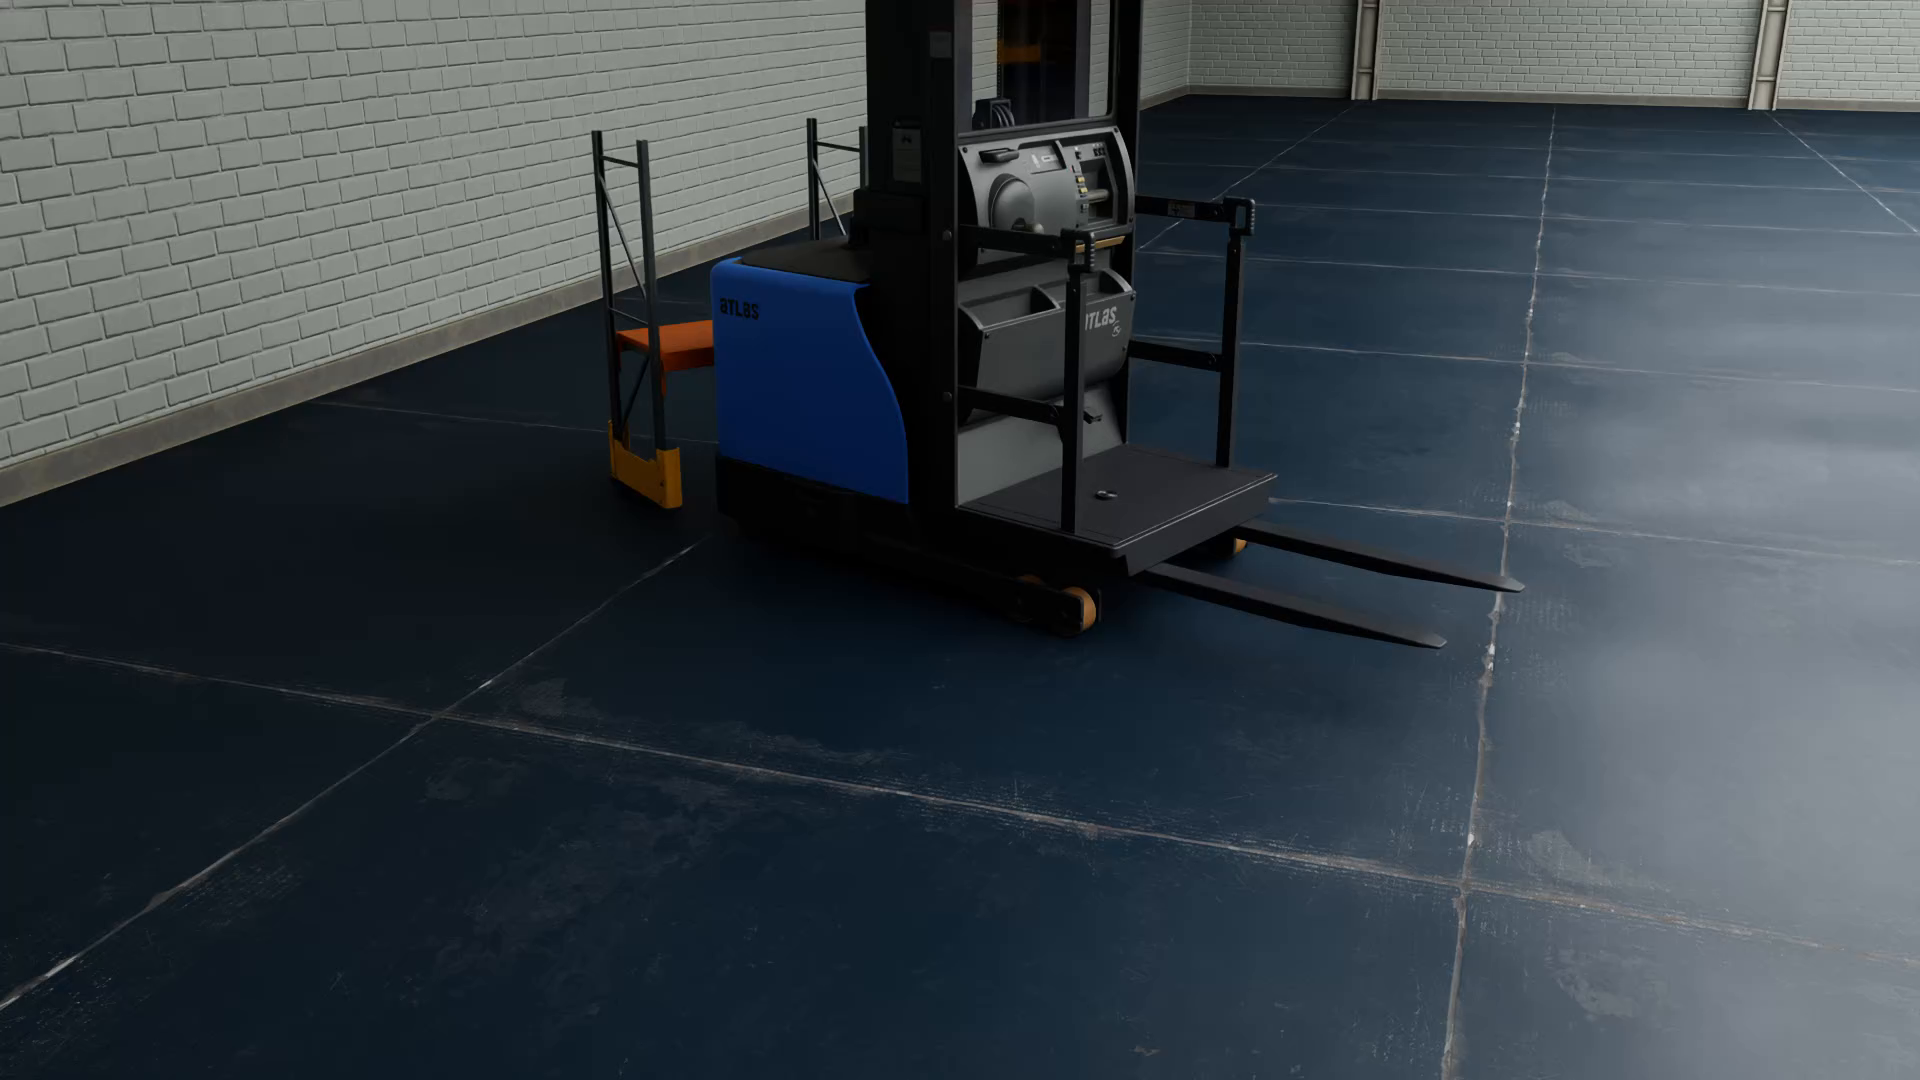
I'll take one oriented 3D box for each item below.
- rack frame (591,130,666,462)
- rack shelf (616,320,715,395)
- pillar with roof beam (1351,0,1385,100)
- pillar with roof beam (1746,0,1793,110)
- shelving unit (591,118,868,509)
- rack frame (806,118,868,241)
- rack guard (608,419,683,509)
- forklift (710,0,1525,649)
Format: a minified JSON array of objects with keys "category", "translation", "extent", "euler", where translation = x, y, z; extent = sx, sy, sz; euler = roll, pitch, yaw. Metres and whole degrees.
[{"category":"rack frame","translation":[-1.374,-0.920,6.938],"extent":[0.032,1.500,0.500],"euler":[-13,23,-32]},{"category":"rack shelf","translation":[-0.953,-0.845,7.267],"extent":[1.000,0.185,0.538],"euler":[-13,23,-32]},{"category":"pillar with roof beam","translation":[5.270,-10.207,22.187],"extent":[0.400,9.000,9.100],"euler":[7,20,18]},{"category":"pillar with roof beam","translation":[10.937,-9.559,20.328],"extent":[0.400,9.000,9.100],"euler":[7,20,18]},{"category":"shelving unit","translation":[-0.946,-1.016,7.213],"extent":[1.083,1.500,0.587],"euler":[-13,23,-32]},{"category":"rack frame","translation":[-0.533,-1.109,7.478],"extent":[0.032,1.500,0.500],"euler":[-13,23,-32]},{"category":"rack guard","translation":[-1.358,-0.334,7.154],"extent":[0.087,0.250,0.587],"euler":[-13,23,-32]},{"category":"forklift","translation":[0.480,-1.254,5.720],"extent":[3.031,2.935,1.130],"euler":[15,24,37]}]
